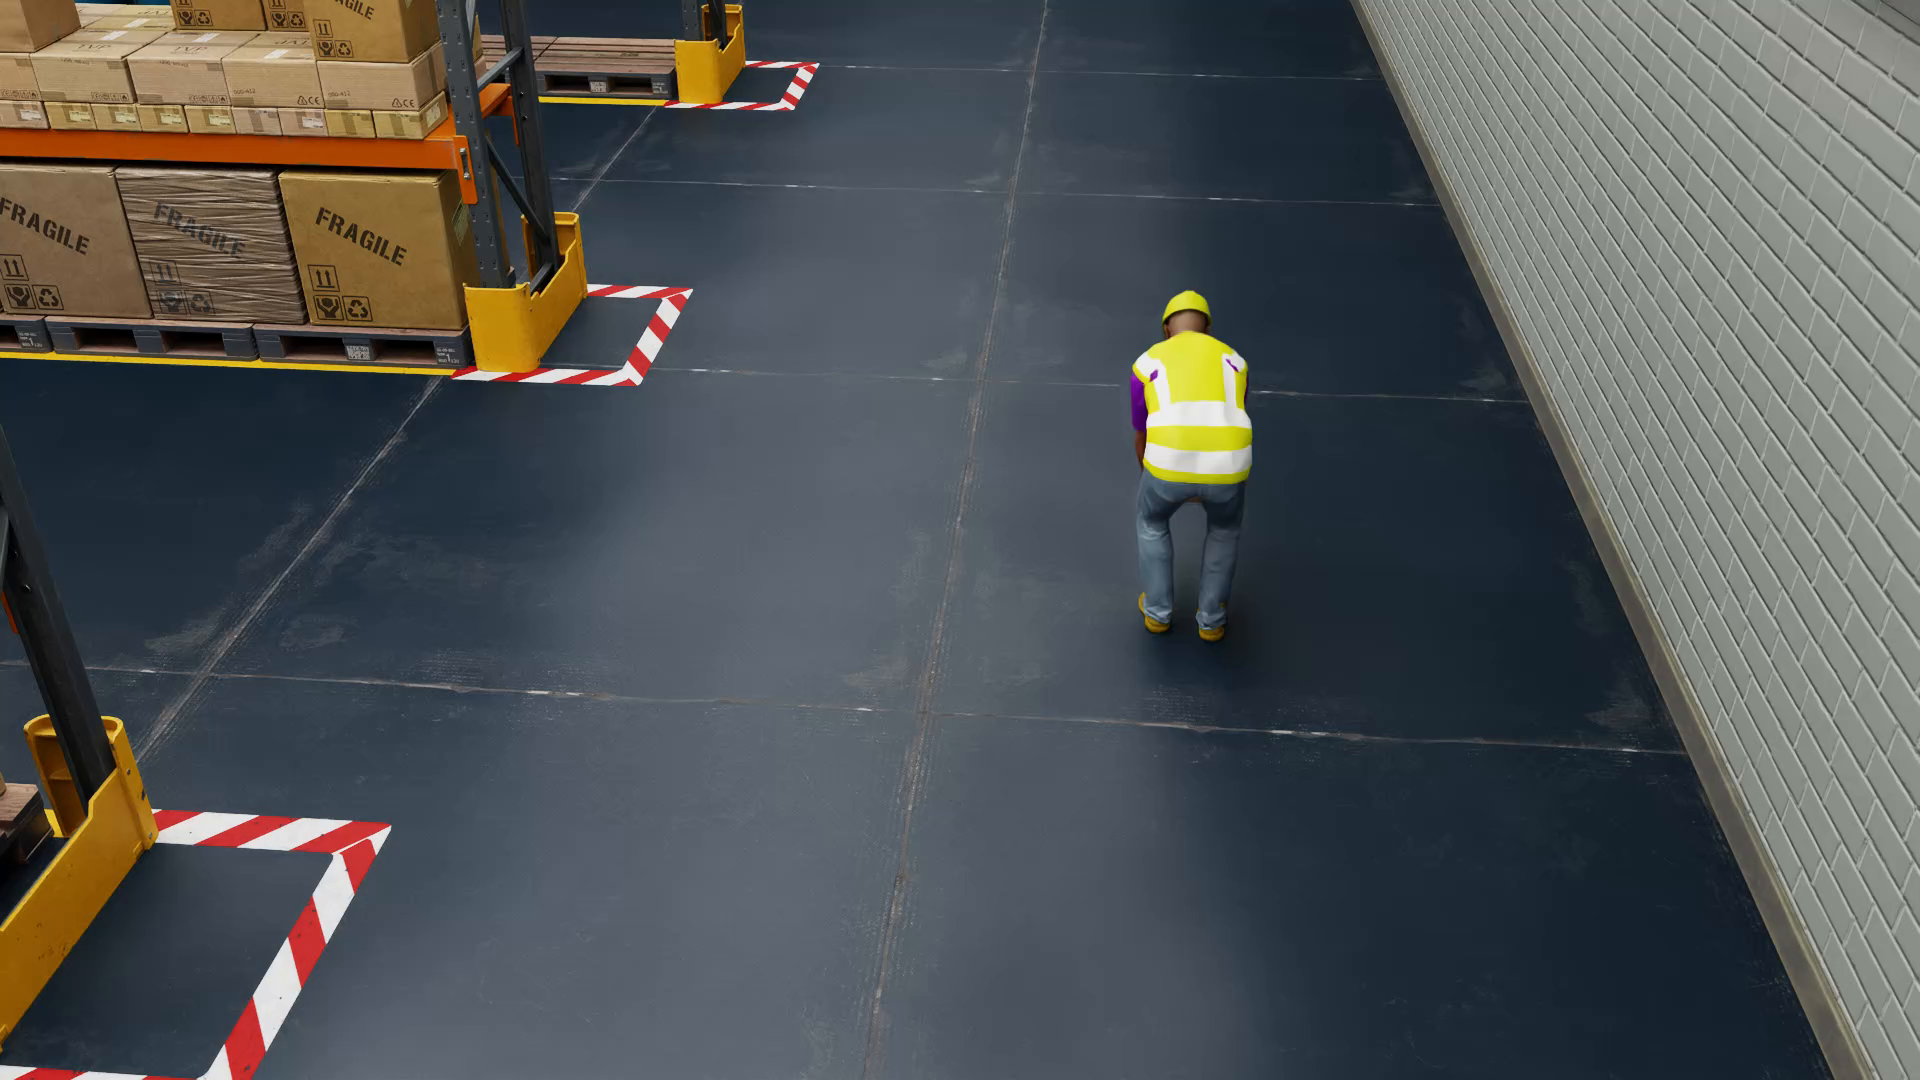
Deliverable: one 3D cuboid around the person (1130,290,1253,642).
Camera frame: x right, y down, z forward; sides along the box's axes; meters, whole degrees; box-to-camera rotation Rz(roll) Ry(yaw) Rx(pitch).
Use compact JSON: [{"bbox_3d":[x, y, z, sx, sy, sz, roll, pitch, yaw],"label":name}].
[{"bbox_3d":[0.949,-0.303,7.031,0.494,1.311,0.923,1,32,2],"label":"person"}]
